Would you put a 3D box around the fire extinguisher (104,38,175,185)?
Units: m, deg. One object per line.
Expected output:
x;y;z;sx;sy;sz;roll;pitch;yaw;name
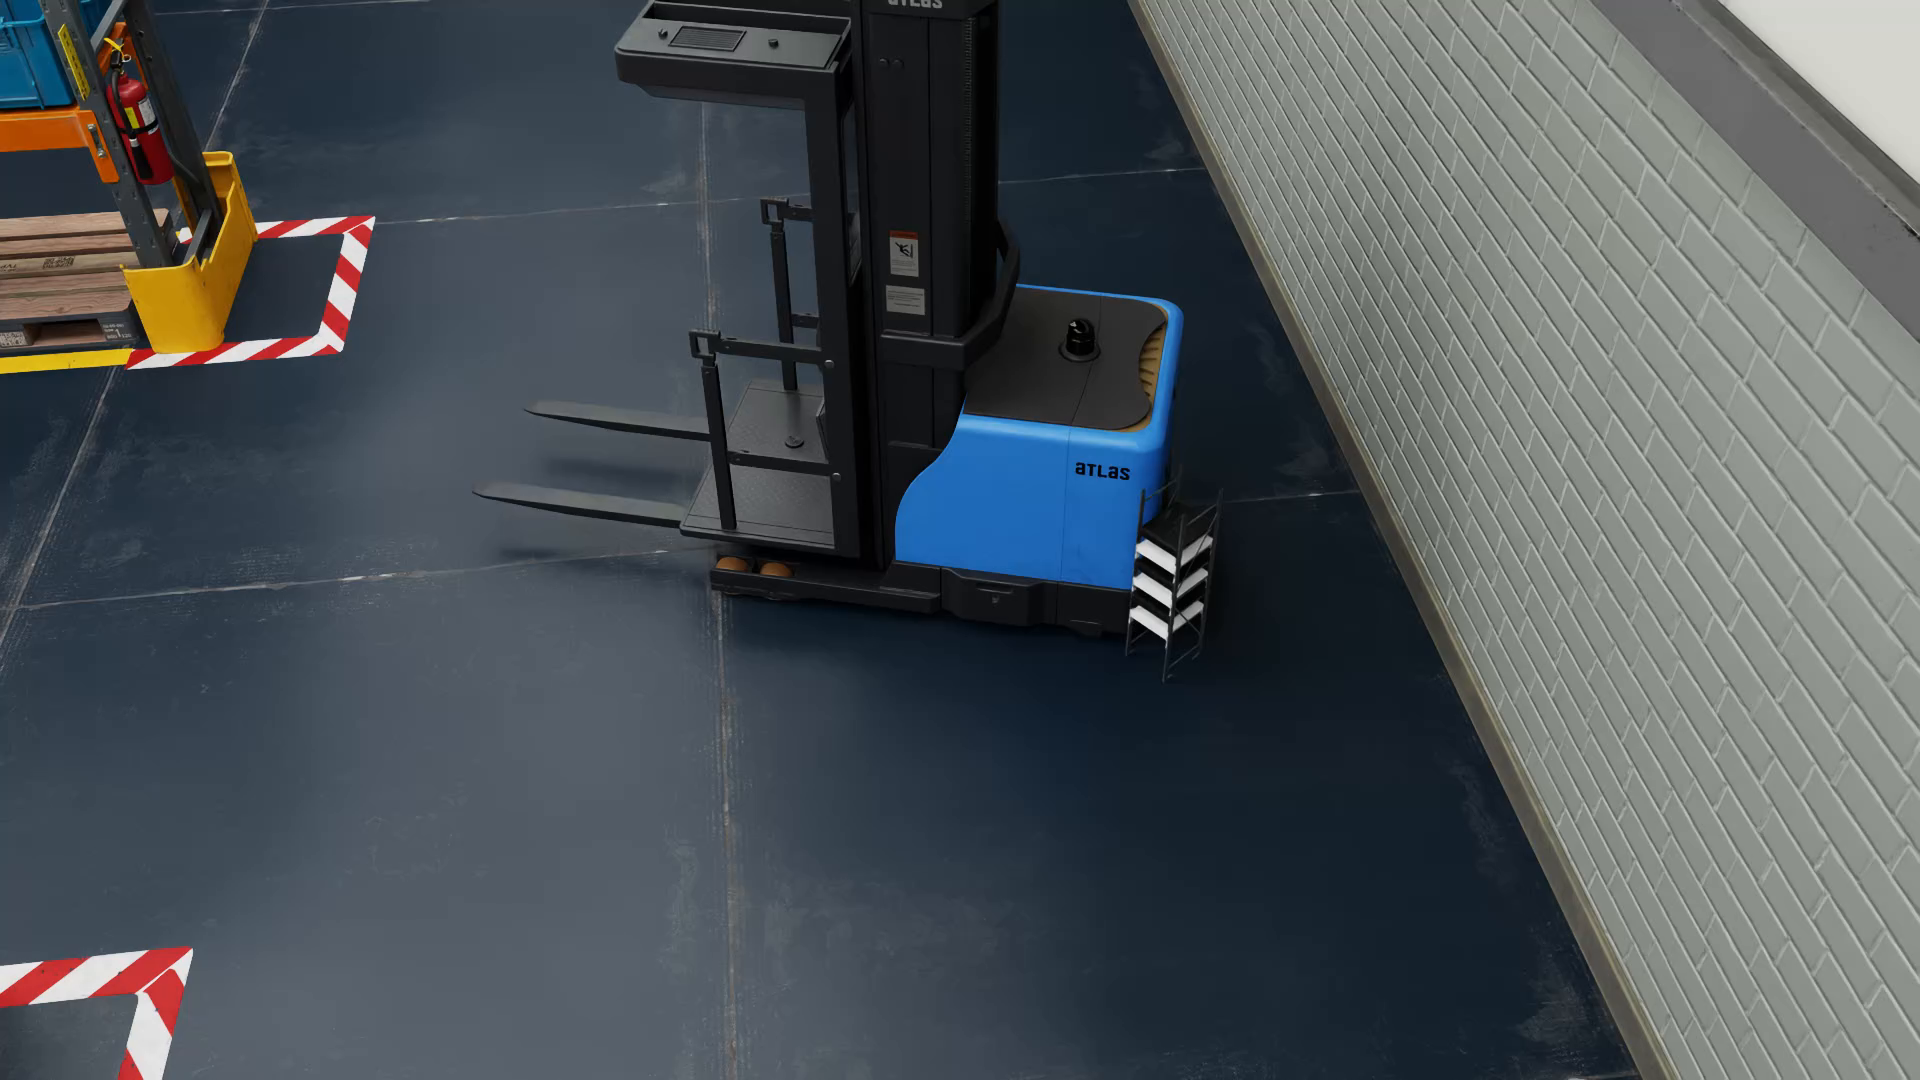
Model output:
-3.865;-1.997;7.776;0.183;0.674;0.296;-5;42;-6;fire extinguisher

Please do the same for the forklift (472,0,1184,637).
-0.617;-1.167;6.571;3.031;2.935;1.130;7;43;8;forklift

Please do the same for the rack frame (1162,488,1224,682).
0.919;0.192;6.581;0.240;0.900;0.006;-33;52;-31;rack frame

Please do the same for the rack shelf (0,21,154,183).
-6.057;-2.012;7.993;4.000;0.370;1.077;-5;42;-6;rack shelf

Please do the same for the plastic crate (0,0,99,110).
-4.382;-2.335;7.743;0.499;0.435;0.616;-5;42;-6;plastic crate

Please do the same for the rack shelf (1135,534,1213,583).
0.848;0.034;6.537;0.258;0.077;0.200;-33;52;-31;rack shelf

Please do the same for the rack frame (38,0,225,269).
-4.074;-2.453;7.945;0.127;3.000;1.000;-5;42;-6;rack frame

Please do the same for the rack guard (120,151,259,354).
-4.052;-1.535;8.794;0.348;0.500;1.175;-5;42;-6;rack guard

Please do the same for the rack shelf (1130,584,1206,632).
0.848;0.234;6.717;0.258;0.077;0.200;-33;52;-31;rack shelf

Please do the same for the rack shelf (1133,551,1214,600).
0.848;0.101;6.597;0.258;0.077;0.200;-33;52;-31;rack shelf

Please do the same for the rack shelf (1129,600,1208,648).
0.848;0.301;6.778;0.258;0.077;0.200;-33;52;-31;rack shelf

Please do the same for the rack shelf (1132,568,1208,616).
0.848;0.168;6.657;0.258;0.077;0.200;-33;52;-31;rack shelf

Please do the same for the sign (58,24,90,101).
-3.986;-2.149;7.487;0.005;0.325;0.100;-5;42;-6;sign

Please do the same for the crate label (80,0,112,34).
-4.361;-2.610;8.199;0.303;0.233;0.416;-5;42;-6;crate label

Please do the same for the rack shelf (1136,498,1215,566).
0.848;-0.033;6.476;0.258;0.077;0.200;-33;52;-31;rack shelf

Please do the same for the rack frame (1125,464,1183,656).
0.777;0.094;6.689;0.240;0.900;0.006;-33;52;-31;rack frame

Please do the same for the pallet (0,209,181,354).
-4.897;-1.371;8.828;1.213;0.211;1.003;-5;42;-6;pallet

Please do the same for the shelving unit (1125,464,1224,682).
0.848;0.143;6.635;0.258;0.900;0.210;-33;52;-31;shelving unit
